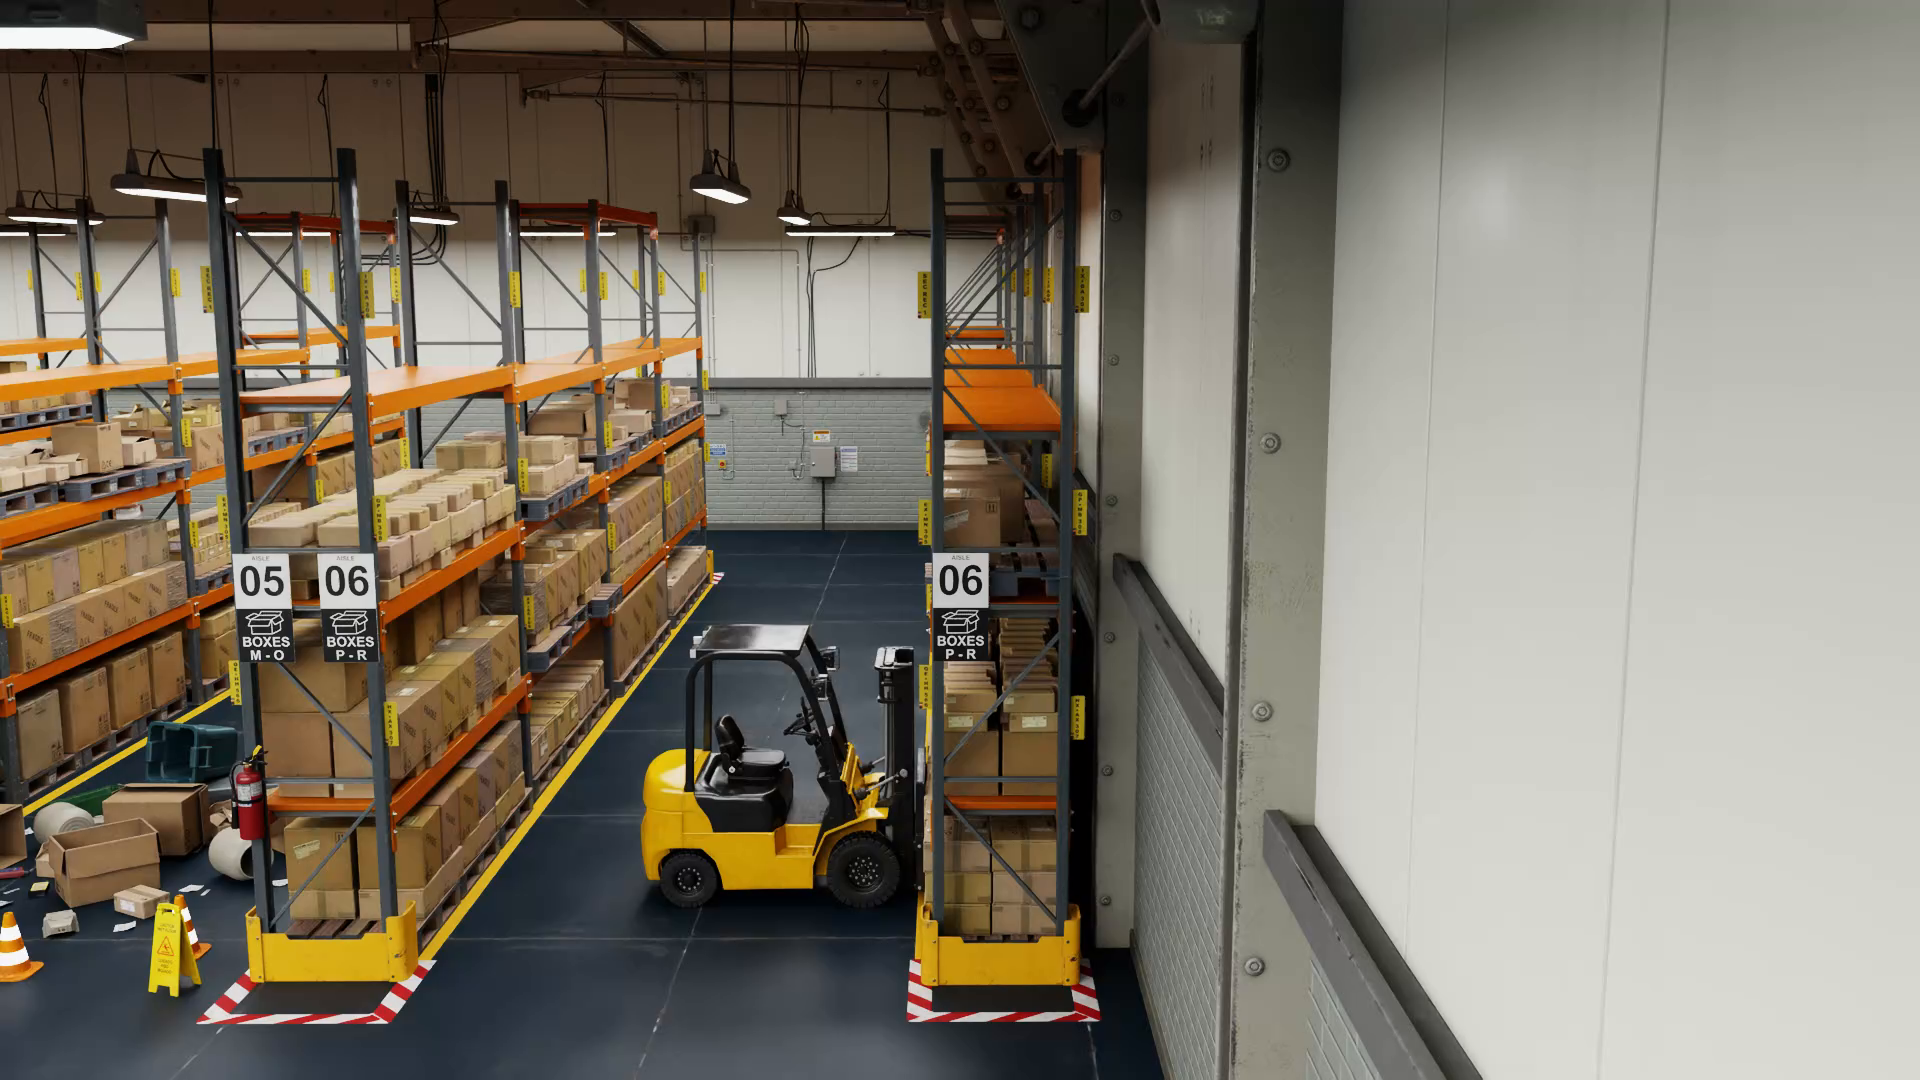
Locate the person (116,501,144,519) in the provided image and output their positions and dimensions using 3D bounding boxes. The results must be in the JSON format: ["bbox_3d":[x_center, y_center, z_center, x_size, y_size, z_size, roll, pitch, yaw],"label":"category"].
[{"bbox_3d":[-14.707,-0.361,29.330,0.805,1.824,0.726,3,10,17],"label":"person"}]
